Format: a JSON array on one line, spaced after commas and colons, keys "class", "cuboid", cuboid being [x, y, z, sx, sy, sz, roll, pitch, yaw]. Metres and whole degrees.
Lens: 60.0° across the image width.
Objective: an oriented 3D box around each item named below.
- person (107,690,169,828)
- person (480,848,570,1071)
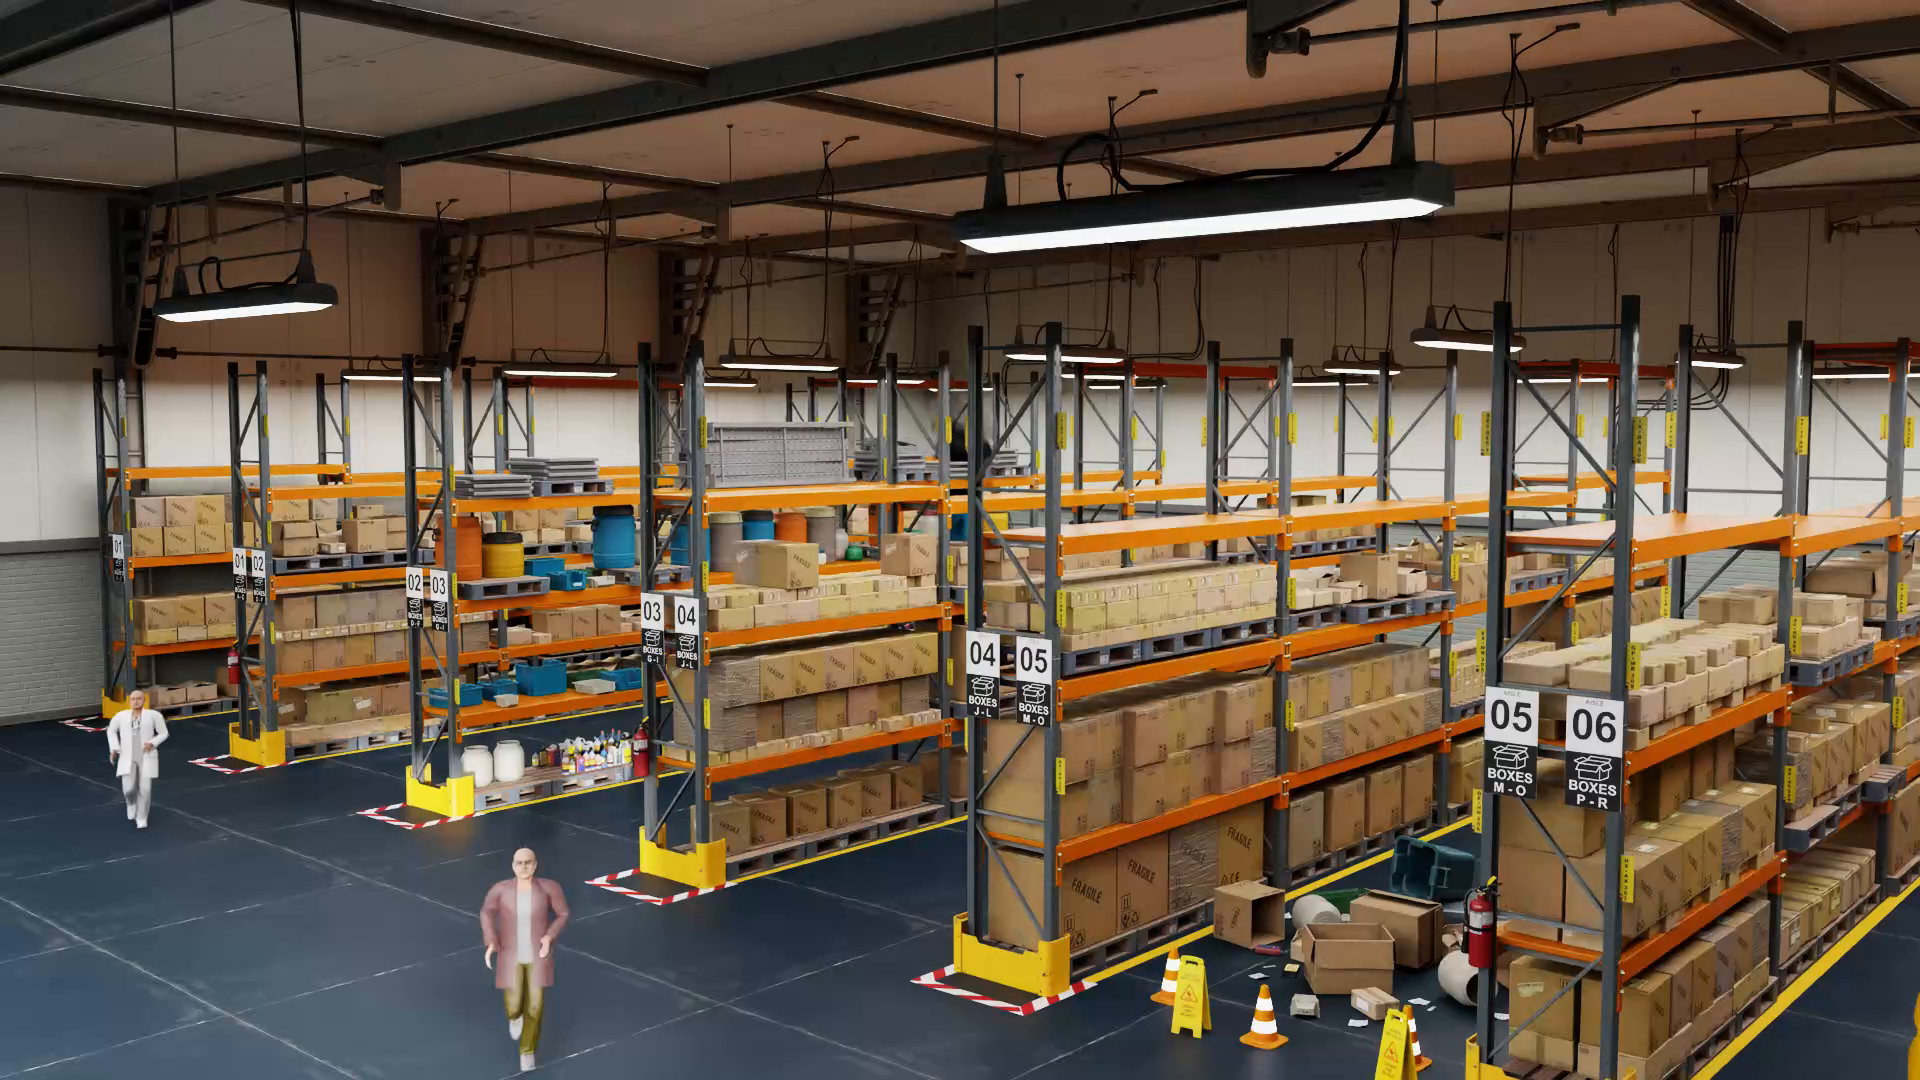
[{"class": "person", "cuboid": [-10.348, 2.762, 20.926, 0.715, 1.732, 0.624, -2, 5, -21]}, {"class": "person", "cuboid": [-3.483, 3.327, 13.333, 0.709, 1.737, 0.640, -1, 4, -13]}]
